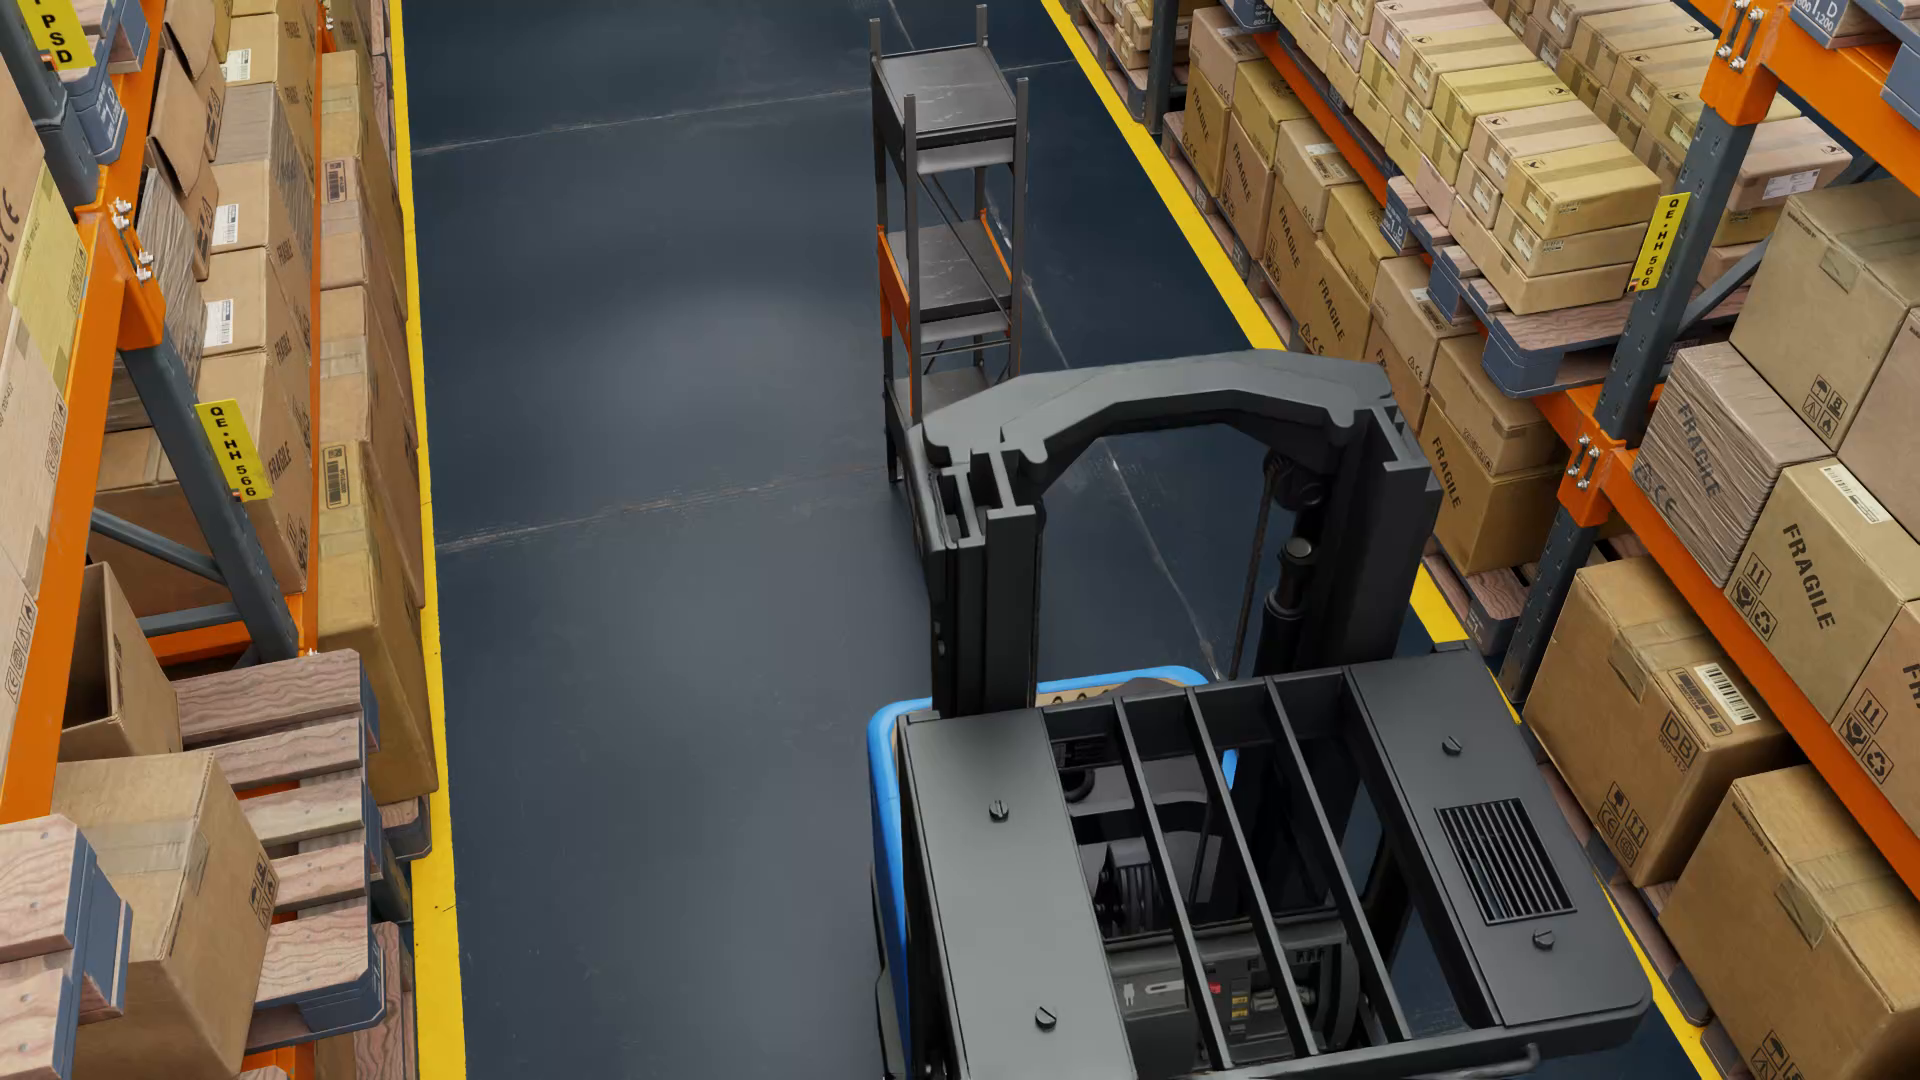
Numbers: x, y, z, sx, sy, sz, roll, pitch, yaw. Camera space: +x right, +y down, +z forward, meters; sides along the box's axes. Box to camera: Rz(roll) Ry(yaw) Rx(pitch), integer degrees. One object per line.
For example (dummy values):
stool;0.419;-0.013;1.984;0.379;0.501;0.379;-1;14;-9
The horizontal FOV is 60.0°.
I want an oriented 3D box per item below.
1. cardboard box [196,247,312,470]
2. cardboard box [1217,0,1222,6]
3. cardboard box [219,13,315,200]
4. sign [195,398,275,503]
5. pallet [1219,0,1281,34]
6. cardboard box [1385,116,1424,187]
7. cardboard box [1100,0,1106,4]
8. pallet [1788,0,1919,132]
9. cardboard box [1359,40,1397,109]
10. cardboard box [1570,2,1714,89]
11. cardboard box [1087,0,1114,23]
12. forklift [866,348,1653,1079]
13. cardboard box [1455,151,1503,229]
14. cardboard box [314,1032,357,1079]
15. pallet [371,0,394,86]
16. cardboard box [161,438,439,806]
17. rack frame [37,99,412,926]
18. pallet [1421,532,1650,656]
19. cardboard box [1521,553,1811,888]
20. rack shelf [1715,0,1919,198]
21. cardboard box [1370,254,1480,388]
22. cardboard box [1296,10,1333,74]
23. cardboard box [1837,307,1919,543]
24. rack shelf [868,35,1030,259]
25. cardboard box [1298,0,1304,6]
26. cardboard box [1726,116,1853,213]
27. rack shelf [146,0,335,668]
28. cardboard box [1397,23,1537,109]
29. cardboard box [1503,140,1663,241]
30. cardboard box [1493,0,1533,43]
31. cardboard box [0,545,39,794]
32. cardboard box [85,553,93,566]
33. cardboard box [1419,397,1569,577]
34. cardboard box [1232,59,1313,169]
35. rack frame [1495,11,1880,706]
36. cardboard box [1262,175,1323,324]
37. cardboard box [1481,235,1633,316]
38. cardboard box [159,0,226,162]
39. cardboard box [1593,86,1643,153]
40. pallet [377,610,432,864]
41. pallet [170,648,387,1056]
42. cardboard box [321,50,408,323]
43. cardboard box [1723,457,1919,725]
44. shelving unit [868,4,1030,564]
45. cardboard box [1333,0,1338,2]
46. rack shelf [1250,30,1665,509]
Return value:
cardboard box;-2.310;-0.509;5.079;0.500;0.500;0.500;-12;47;-11
cardboard box;1.548;-3.052;9.135;0.380;0.149;0.250;-10;46;-10
cardboard box;-2.694;-1.555;6.103;0.500;0.500;0.500;-11;47;-11
sign;-1.792;-0.217;4.107;0.100;0.325;0.005;-11;47;-10
pallet;1.538;-2.711;7.440;1.003;0.211;1.213;-11;47;-10
cardboard box;1.748;-1.408;5.911;0.380;0.149;0.250;-11;47;-11
cardboard box;0.928;-3.111;9.192;0.380;0.149;0.250;-12;47;-12
pallet;2.723;-1.119;3.779;1.213;0.211;1.003;-9;46;-8
cardboard box;1.675;-1.702;5.991;0.380;0.149;0.250;-11;47;-11
cardboard box;2.378;-1.730;5.811;0.380;0.149;0.250;-13;47;-12
cardboard box;0.937;-3.055;9.346;0.380;0.149;0.250;-12;47;-12
forklift;0.471;1.181;3.540;1.130;2.935;3.031;-7;46;-7
cardboard box;1.870;-1.175;5.475;0.380;0.149;0.250;-9;46;-9
cardboard box;-2.123;1.447;4.674;0.700;0.500;0.500;-13;47;-12
pallet;-3.773;-2.902;9.446;1.003;0.211;1.213;-11;47;-10
cardboard box;-2.470;0.383;5.468;1.225;0.875;0.875;-13;47;-12
rack frame;-2.314;0.267;4.388;1.000;3.000;0.127;-11;47;-10
pallet;2.308;-0.134;6.734;1.003;0.211;1.213;-11;47;-10
cardboard box;2.576;0.507;5.434;1.050;0.750;0.750;-11;47;-11
rack shelf;3.019;0.012;3.041;1.077;0.370;4.000;-11;47;-10
cardboard box;1.938;-0.876;6.439;0.500;0.250;0.500;-10;46;-10
cardboard box;1.540;-1.960;6.452;0.380;0.149;0.250;-13;47;-12
cardboard box;2.743;-0.295;4.168;0.700;0.500;0.500;-11;47;-11
rack shelf;-0.042;-1.330;5.622;0.431;0.518;0.480;-11;47;-10
cardboard box;1.480;-2.234;6.513;0.380;0.149;0.250;-11;47;-11
cardboard box;2.574;-1.195;5.286;0.380;0.149;0.250;-11;47;-10
rack shelf;-2.826;-0.862;5.998;1.077;0.370;4.000;-11;47;-10
cardboard box;1.737;-1.630;5.713;0.380;0.149;0.250;-9;46;-9
cardboard box;1.938;-1.092;5.185;0.380;0.149;0.250;-12;47;-12
cardboard box;2.246;-1.993;6.276;0.380;0.149;0.250;-11;47;-11
cardboard box;-1.689;0.240;2.419;0.500;0.250;0.500;-9;46;-9
cardboard box;-2.680;-0.064;4.642;0.500;0.500;0.500;-9;46;-9
cardboard box;2.085;-0.249;6.350;0.500;0.500;0.500;-11;47;-11
cardboard box;1.555;-1.941;7.483;0.500;0.250;0.500;-10;46;-9
rack frame;2.507;-0.570;5.209;1.000;3.000;0.127;-11;47;-10
cardboard box;1.700;-1.321;7.401;0.500;0.500;0.500;-10;46;-10
cardboard box;1.936;-0.886;5.400;0.380;0.149;0.250;-10;46;-10
cardboard box;-2.828;-1.539;5.386;0.797;0.503;0.637;-9;46;-9
cardboard box;2.434;-1.474;5.768;0.380;0.149;0.250;-12;47;-12
pallet;-2.443;0.685;5.931;1.003;0.211;1.213;-11;47;-10
pallet;-2.029;0.806;3.994;1.213;0.211;1.003;-11;47;-10
cardboard box;-3.155;-1.460;7.274;1.225;0.875;0.875;-11;47;-10
cardboard box;2.493;0.105;4.477;0.500;0.500;0.500;-11;47;-11
shelving unit;-0.042;-0.849;6.112;0.431;2.100;0.503;-11;47;-10
cardboard box;1.543;-2.165;6.237;0.380;0.149;0.250;-9;46;-9
rack shelf;1.995;-1.699;6.819;1.077;0.370;4.000;-11;47;-10
